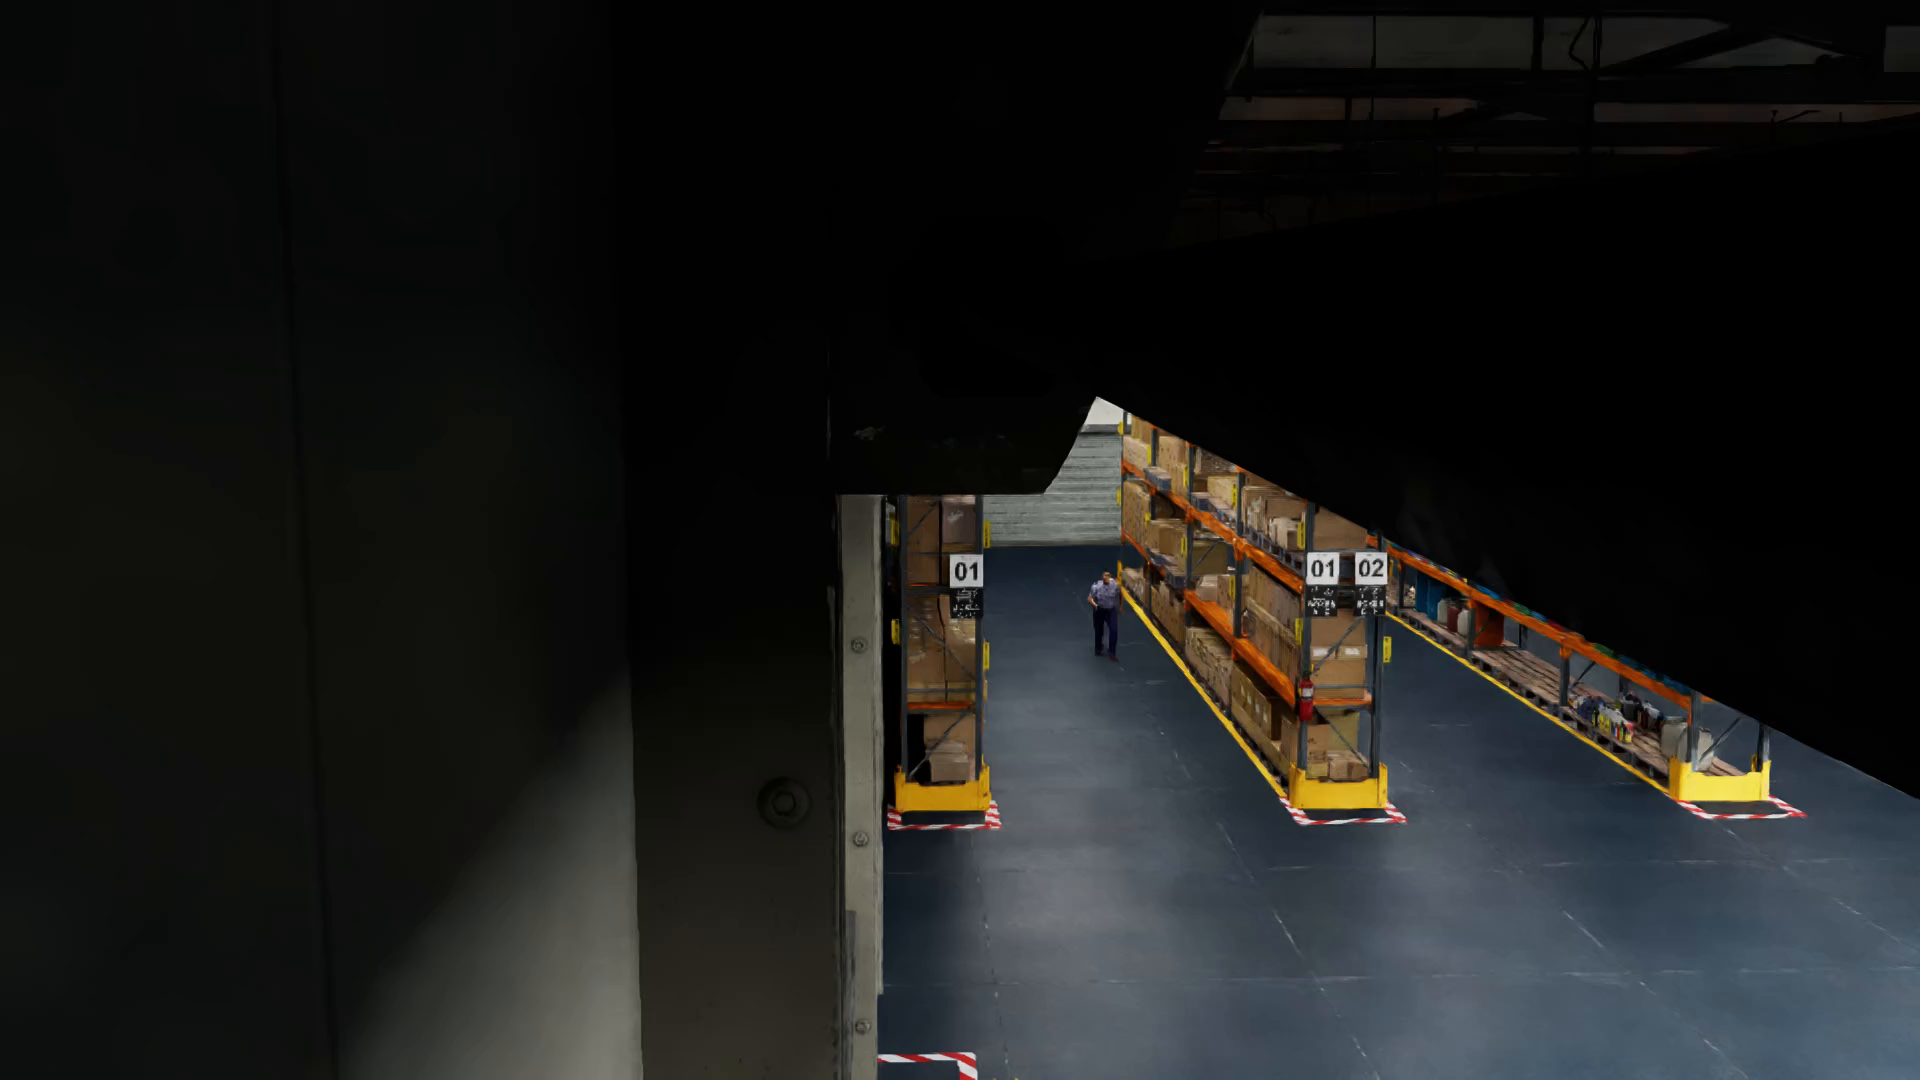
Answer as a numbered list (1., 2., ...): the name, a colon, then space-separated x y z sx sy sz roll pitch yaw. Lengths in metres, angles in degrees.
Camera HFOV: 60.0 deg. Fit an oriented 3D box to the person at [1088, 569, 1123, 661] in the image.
1. person: 2.547 1.271 29.100 0.630 1.589 0.804 0 8 3
